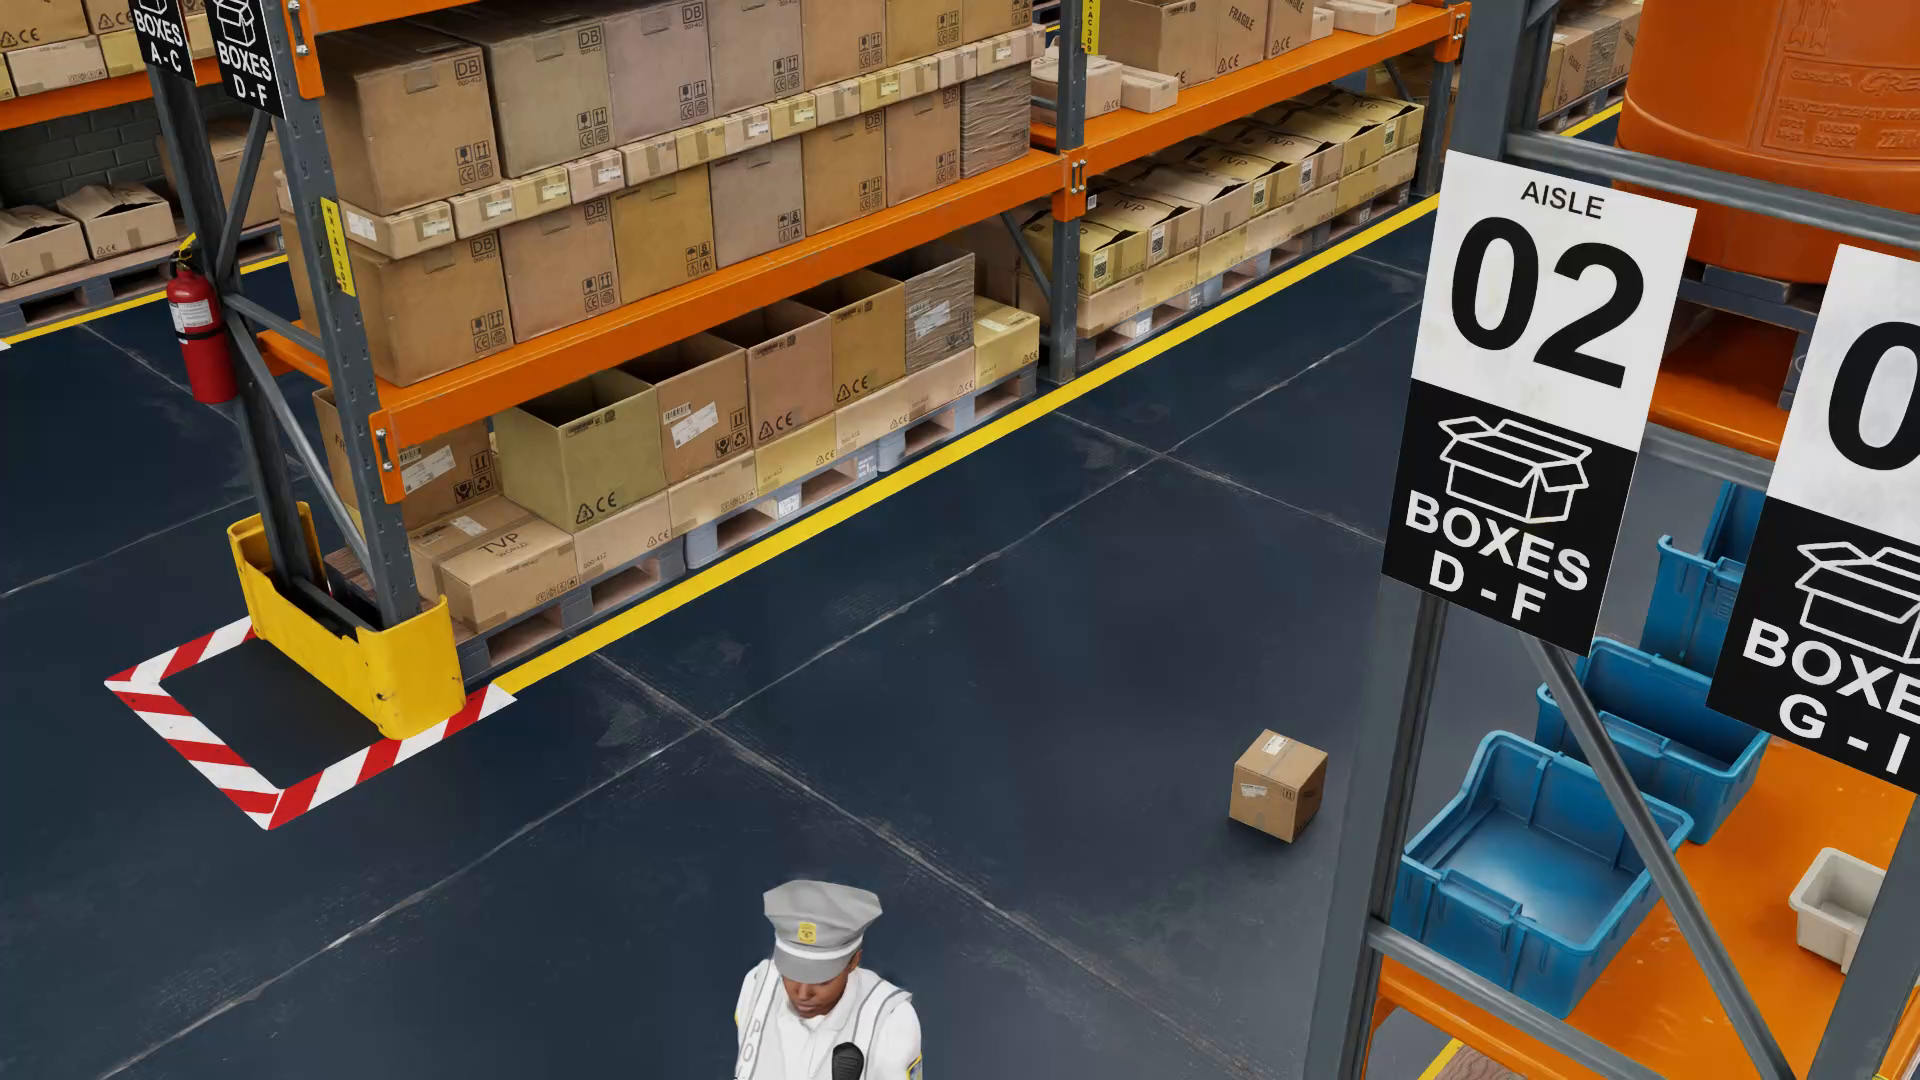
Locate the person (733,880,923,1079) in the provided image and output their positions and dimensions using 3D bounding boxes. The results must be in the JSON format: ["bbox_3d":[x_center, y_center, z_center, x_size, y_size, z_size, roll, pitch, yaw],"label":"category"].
[{"bbox_3d":[-0.313,1.472,3.689,0.462,1.686,0.788,7,32,12],"label":"person"}]
